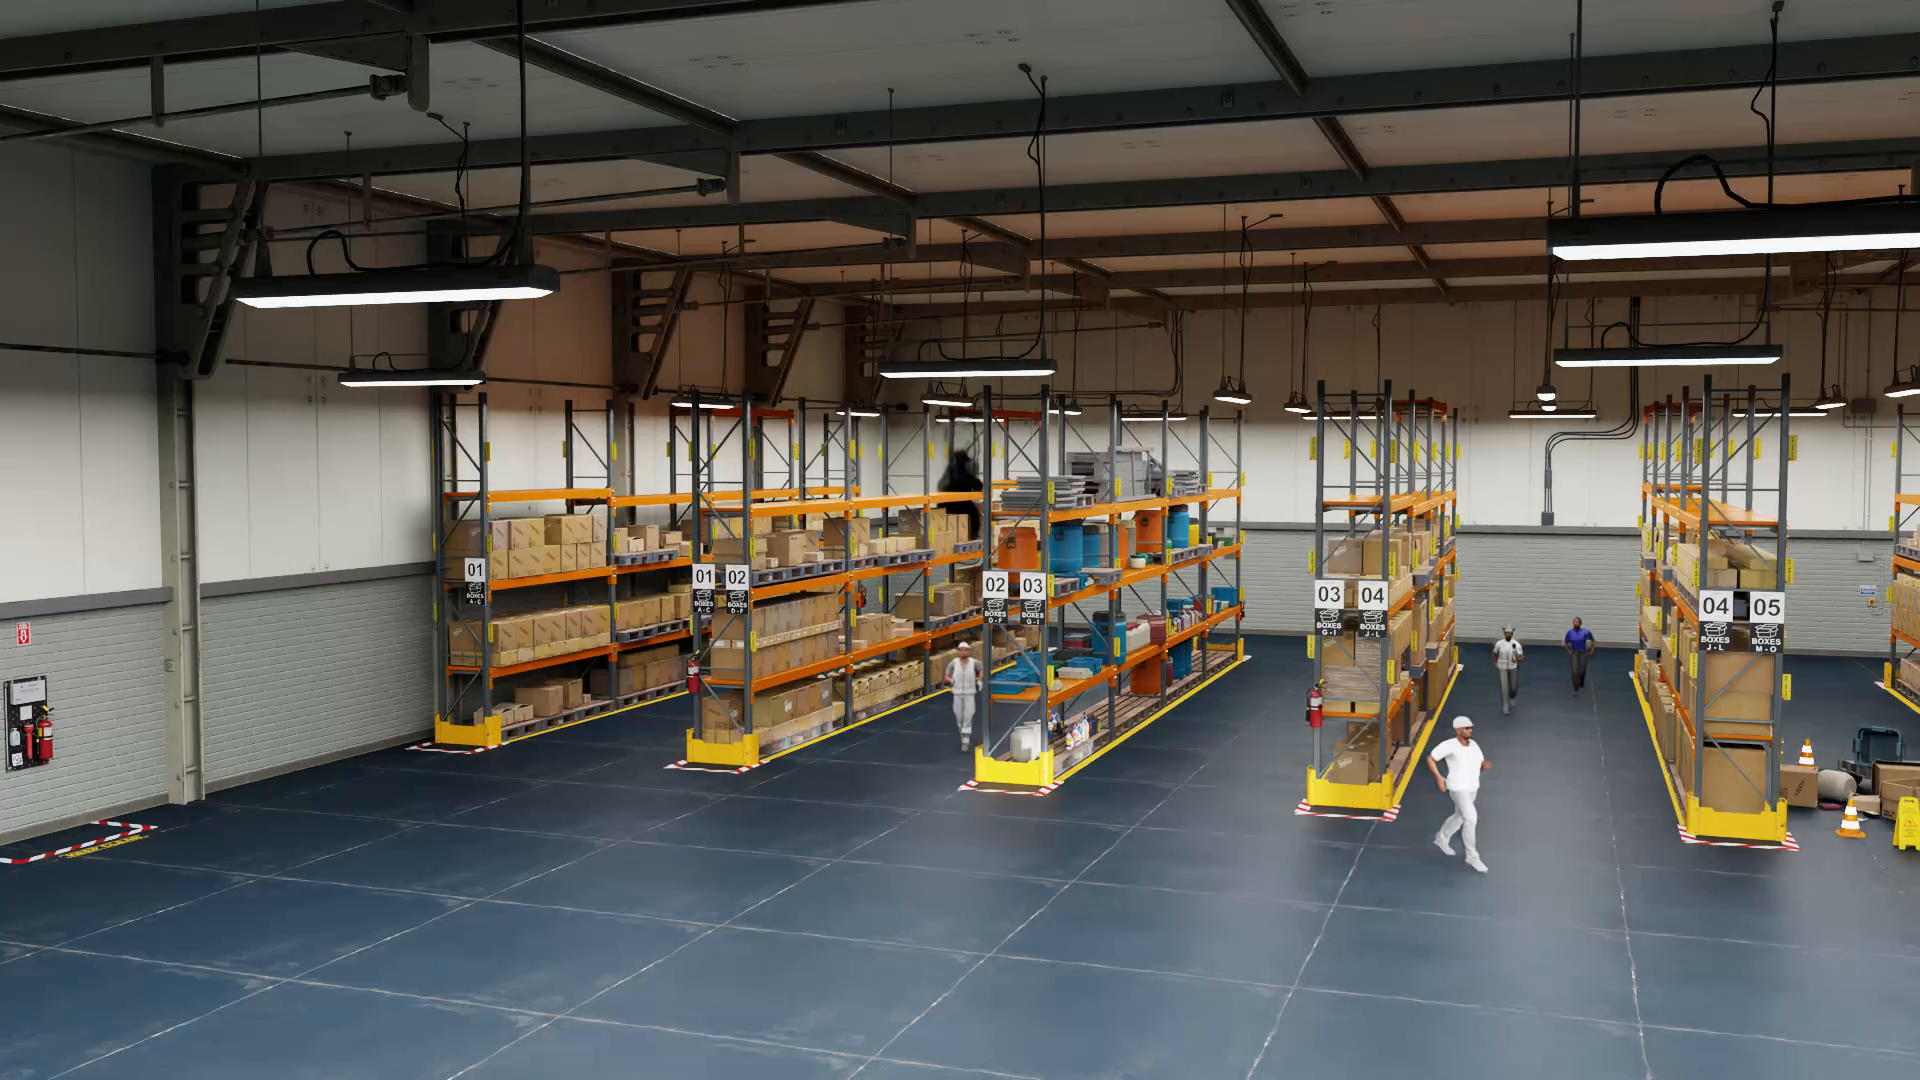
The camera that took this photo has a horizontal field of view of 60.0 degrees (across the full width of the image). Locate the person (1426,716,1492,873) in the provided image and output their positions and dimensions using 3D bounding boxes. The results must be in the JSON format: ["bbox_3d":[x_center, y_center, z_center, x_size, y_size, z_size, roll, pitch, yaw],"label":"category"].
[{"bbox_3d":[6.076,3.028,20.114,0.686,1.801,0.893,-2,4,-37],"label":"person"}]

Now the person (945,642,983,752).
[{"bbox_3d":[0.069,2.600,27.900,0.656,1.786,0.987,0,3,5],"label":"person"}]

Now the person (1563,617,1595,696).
[{"bbox_3d":[12.704,2.487,34.143,0.599,1.429,0.625,2,3,27],"label":"person"}]

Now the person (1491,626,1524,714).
[{"bbox_3d":[10.498,2.473,31.893,0.588,1.656,0.815,1,3,17],"label":"person"}]
